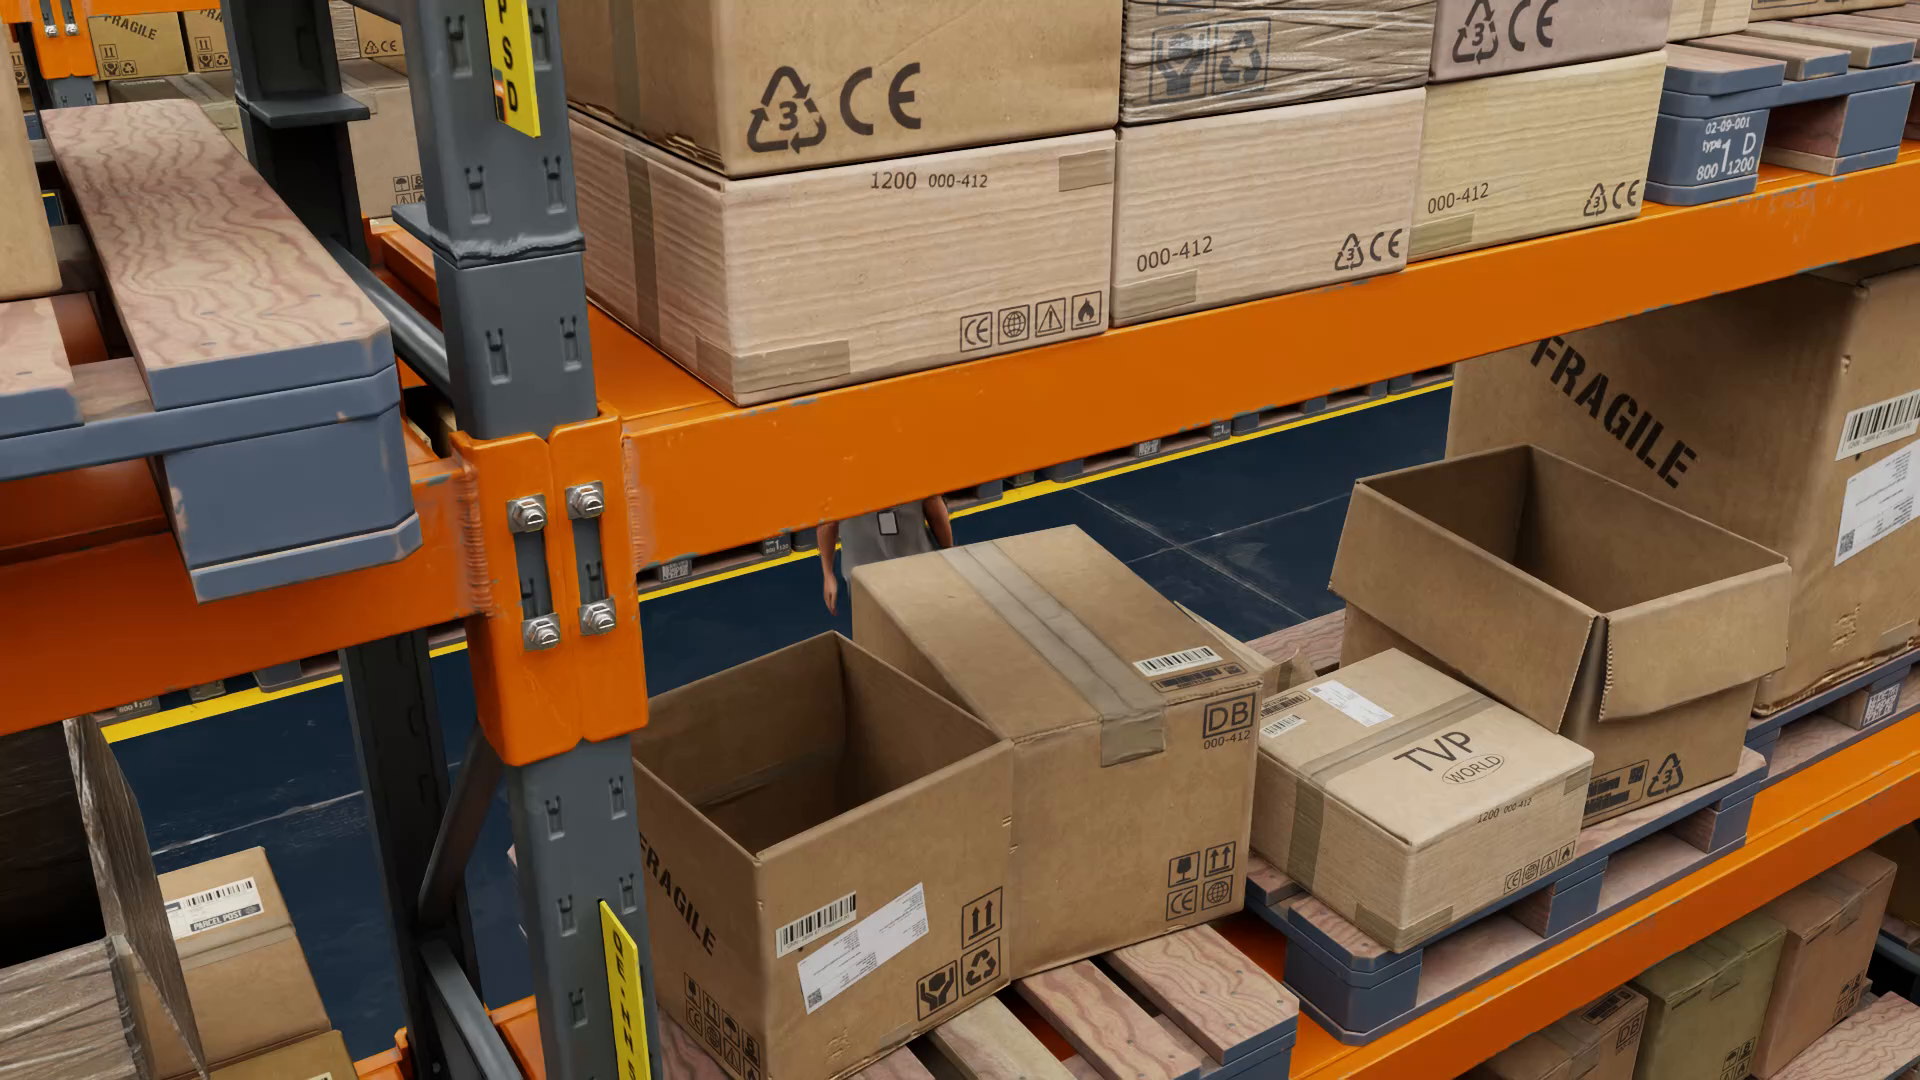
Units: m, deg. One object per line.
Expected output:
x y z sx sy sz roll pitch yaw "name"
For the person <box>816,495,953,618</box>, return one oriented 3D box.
-0.258 0.138 5.815 0.472 1.676 0.537 11 27 22 "person"
